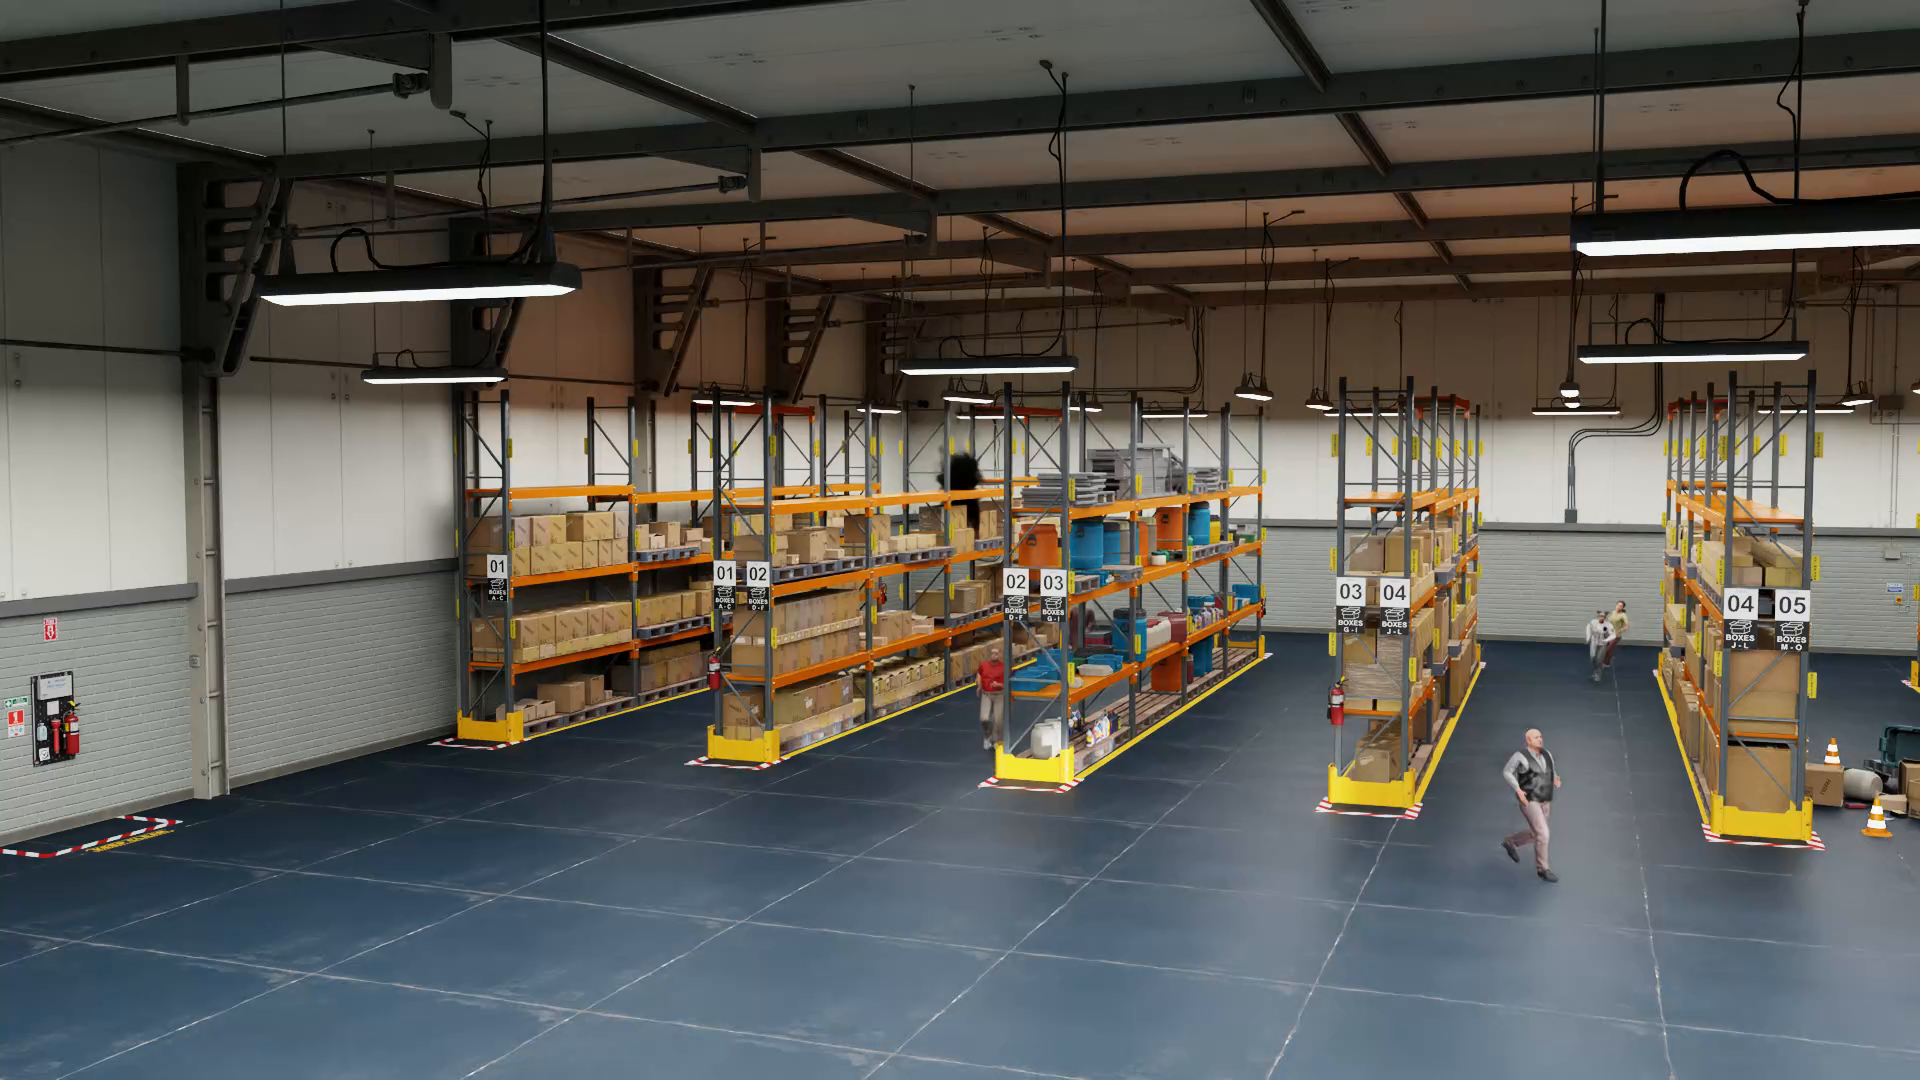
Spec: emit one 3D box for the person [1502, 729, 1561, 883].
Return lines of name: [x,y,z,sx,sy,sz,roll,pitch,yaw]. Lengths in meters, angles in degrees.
person: [6.722,3.073,19.520,0.652,1.731,0.862,-2,4,-28]

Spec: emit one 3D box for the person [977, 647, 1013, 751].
person: [0.549,2.633,27.499,0.652,1.718,0.653,1,3,11]

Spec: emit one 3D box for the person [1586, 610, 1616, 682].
person: [13.820,2.254,35.819,0.628,1.557,0.835,2,4,29]

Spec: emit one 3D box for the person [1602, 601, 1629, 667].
person: [14.839,2.134,37.742,0.530,1.563,0.776,-2,4,-30]

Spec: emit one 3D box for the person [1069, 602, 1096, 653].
person: [2.643,2.113,36.572,0.687,1.733,0.742,0,3,7]
